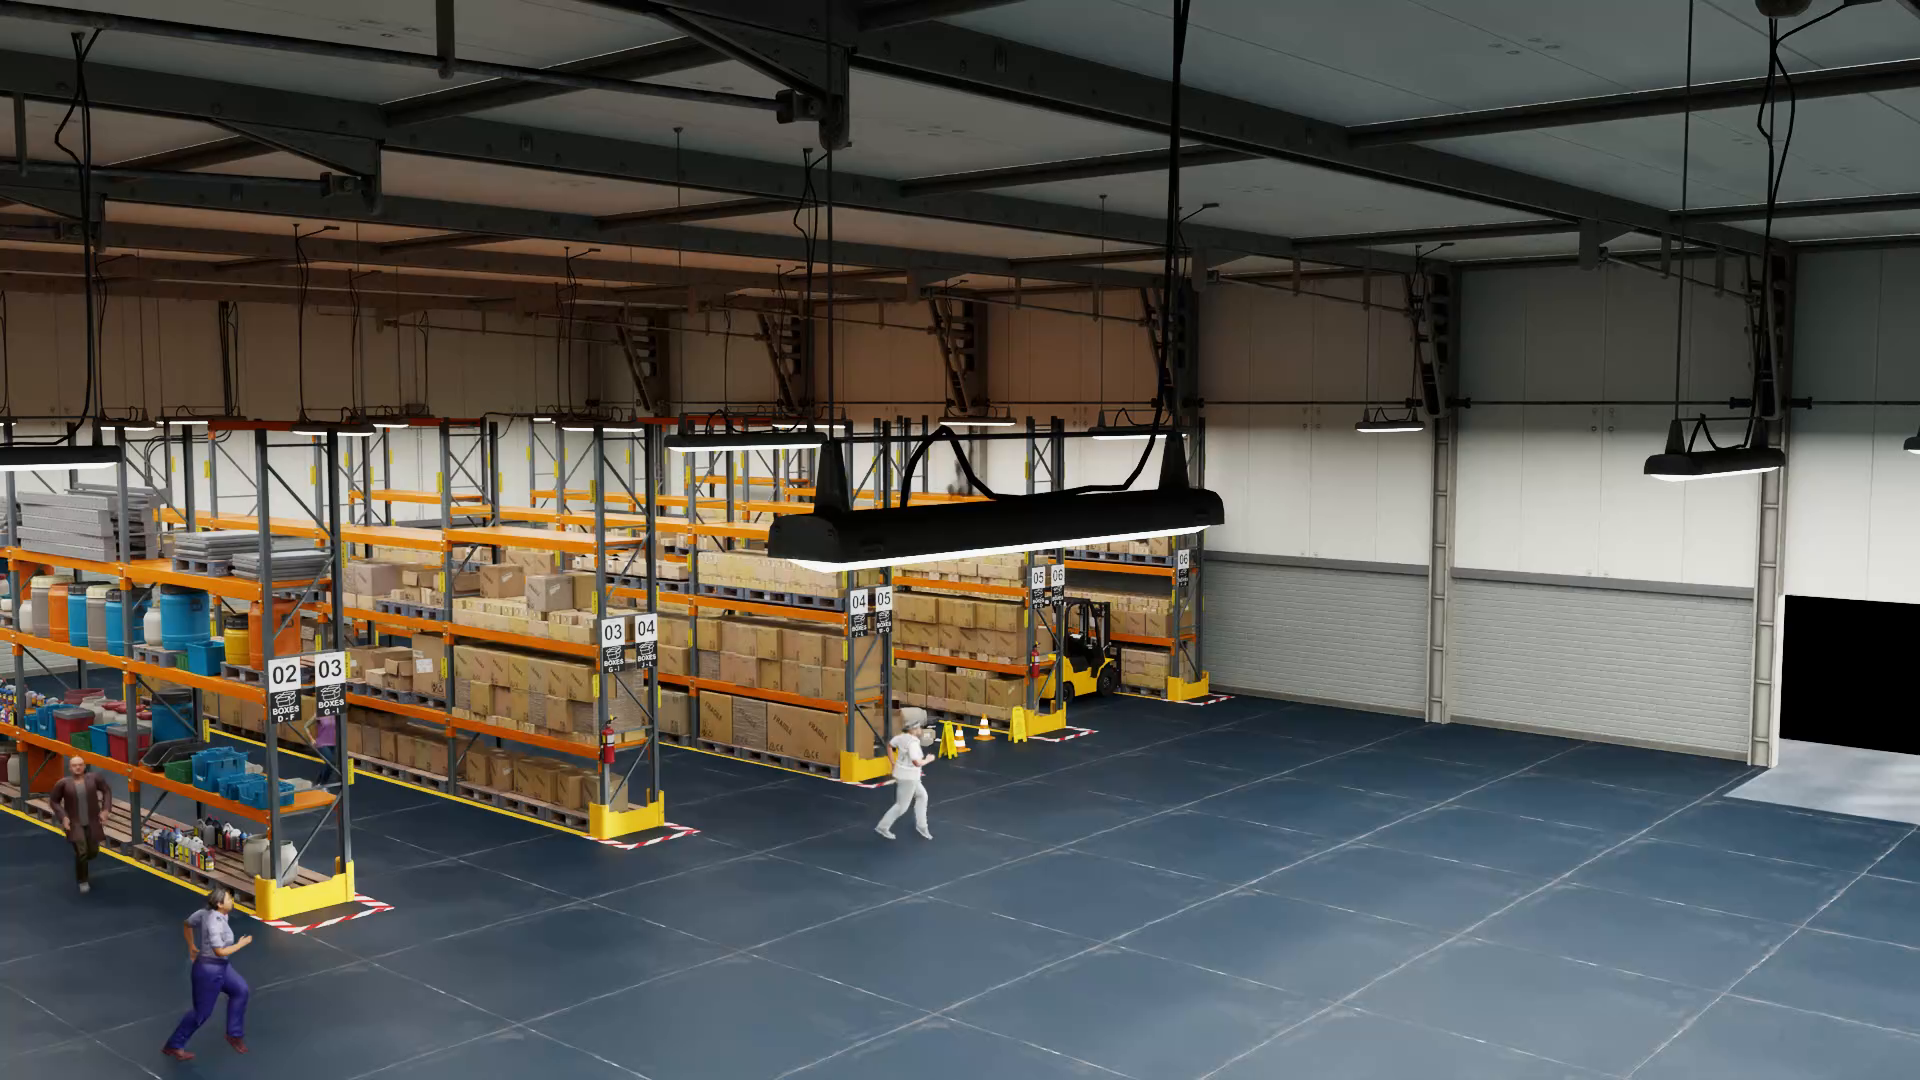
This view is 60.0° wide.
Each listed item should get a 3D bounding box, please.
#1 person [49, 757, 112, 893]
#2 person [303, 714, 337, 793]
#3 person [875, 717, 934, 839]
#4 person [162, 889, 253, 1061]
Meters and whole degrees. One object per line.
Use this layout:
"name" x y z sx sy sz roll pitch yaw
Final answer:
"person" -11.457 3.671 21.680 0.725 1.763 0.708 -3 6 -36
"person" -10.143 3.316 26.644 0.662 1.592 0.506 2 5 28
"person" -0.805 3.472 23.970 0.888 1.837 0.687 -1 5 -17
"person" -7.237 4.201 15.979 0.829 1.673 0.625 -2 5 -28
